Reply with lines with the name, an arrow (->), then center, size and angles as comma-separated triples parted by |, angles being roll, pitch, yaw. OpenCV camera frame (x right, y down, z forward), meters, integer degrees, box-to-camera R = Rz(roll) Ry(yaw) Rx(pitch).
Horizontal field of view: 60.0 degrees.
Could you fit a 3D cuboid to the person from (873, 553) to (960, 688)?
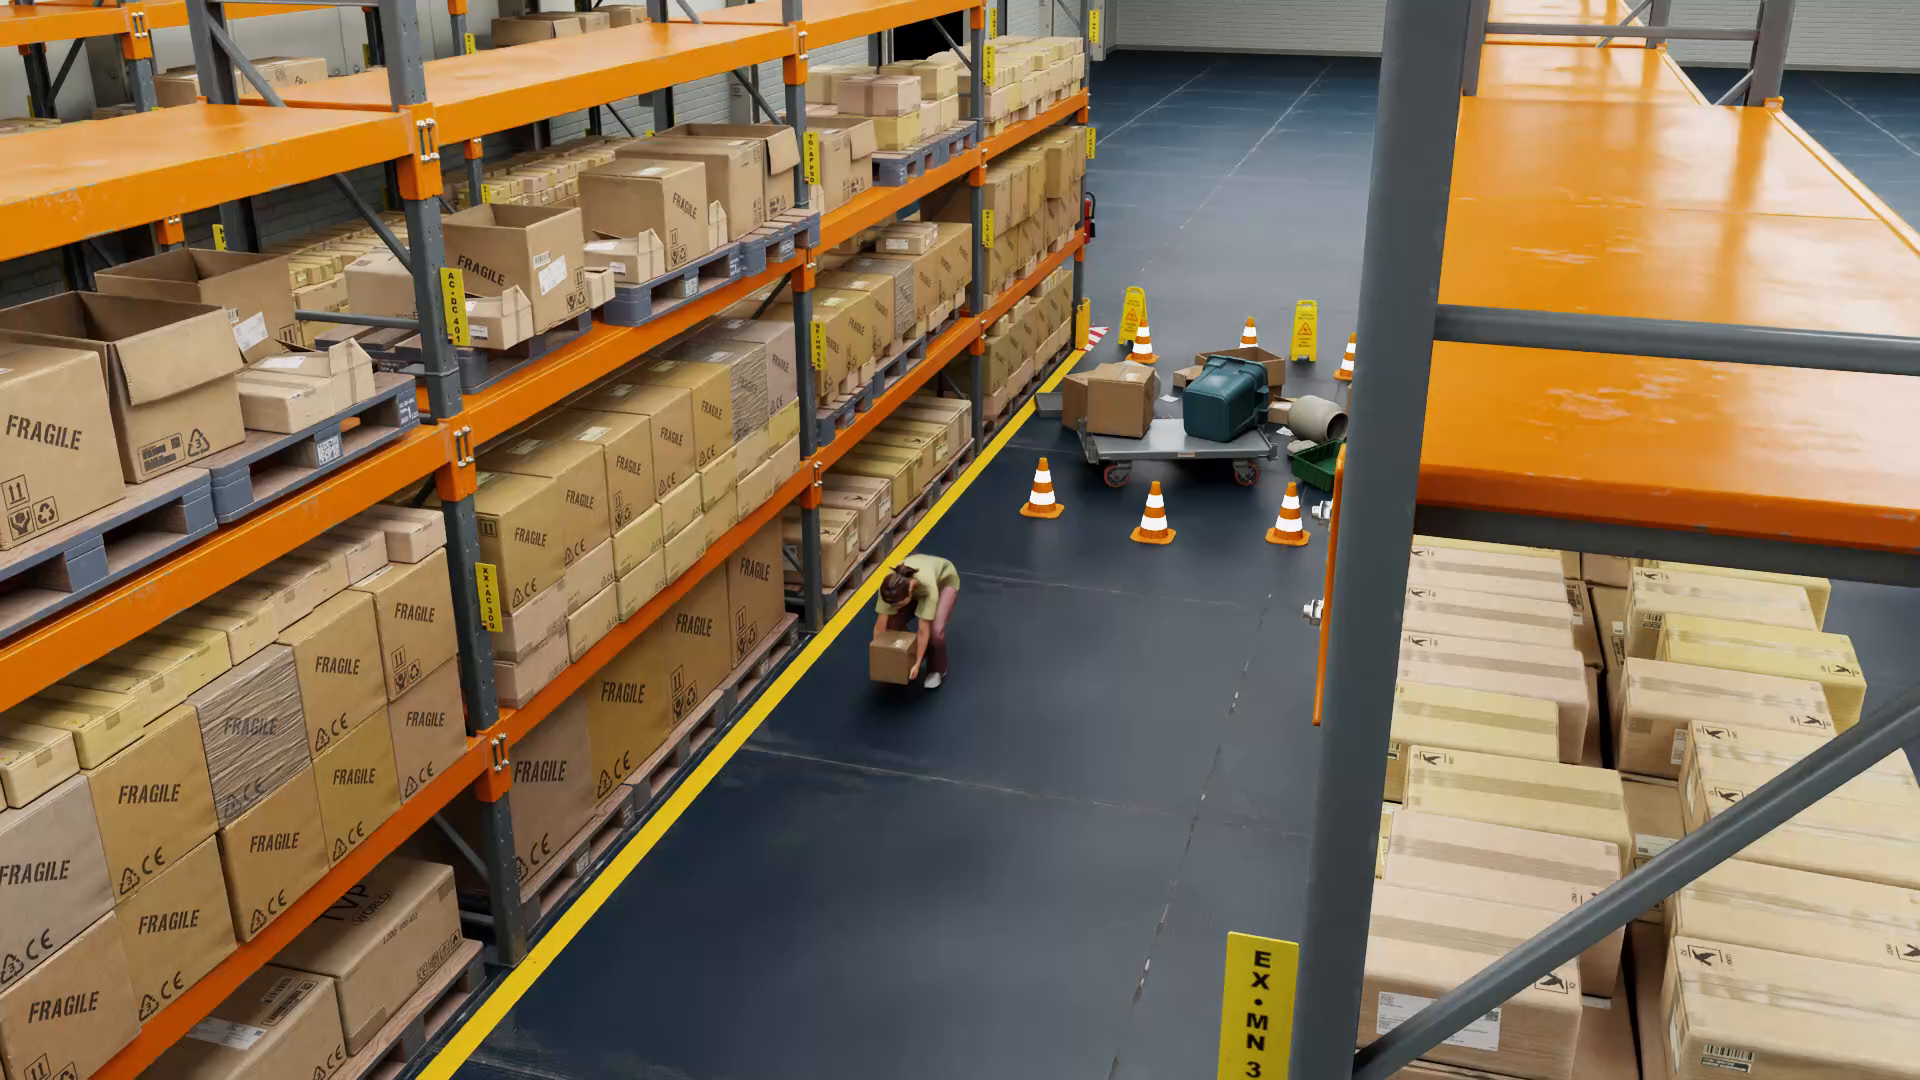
person -> -0.294, 0.513, 10.801 | 0.462, 0.948, 0.854 | 10, 24, 23
